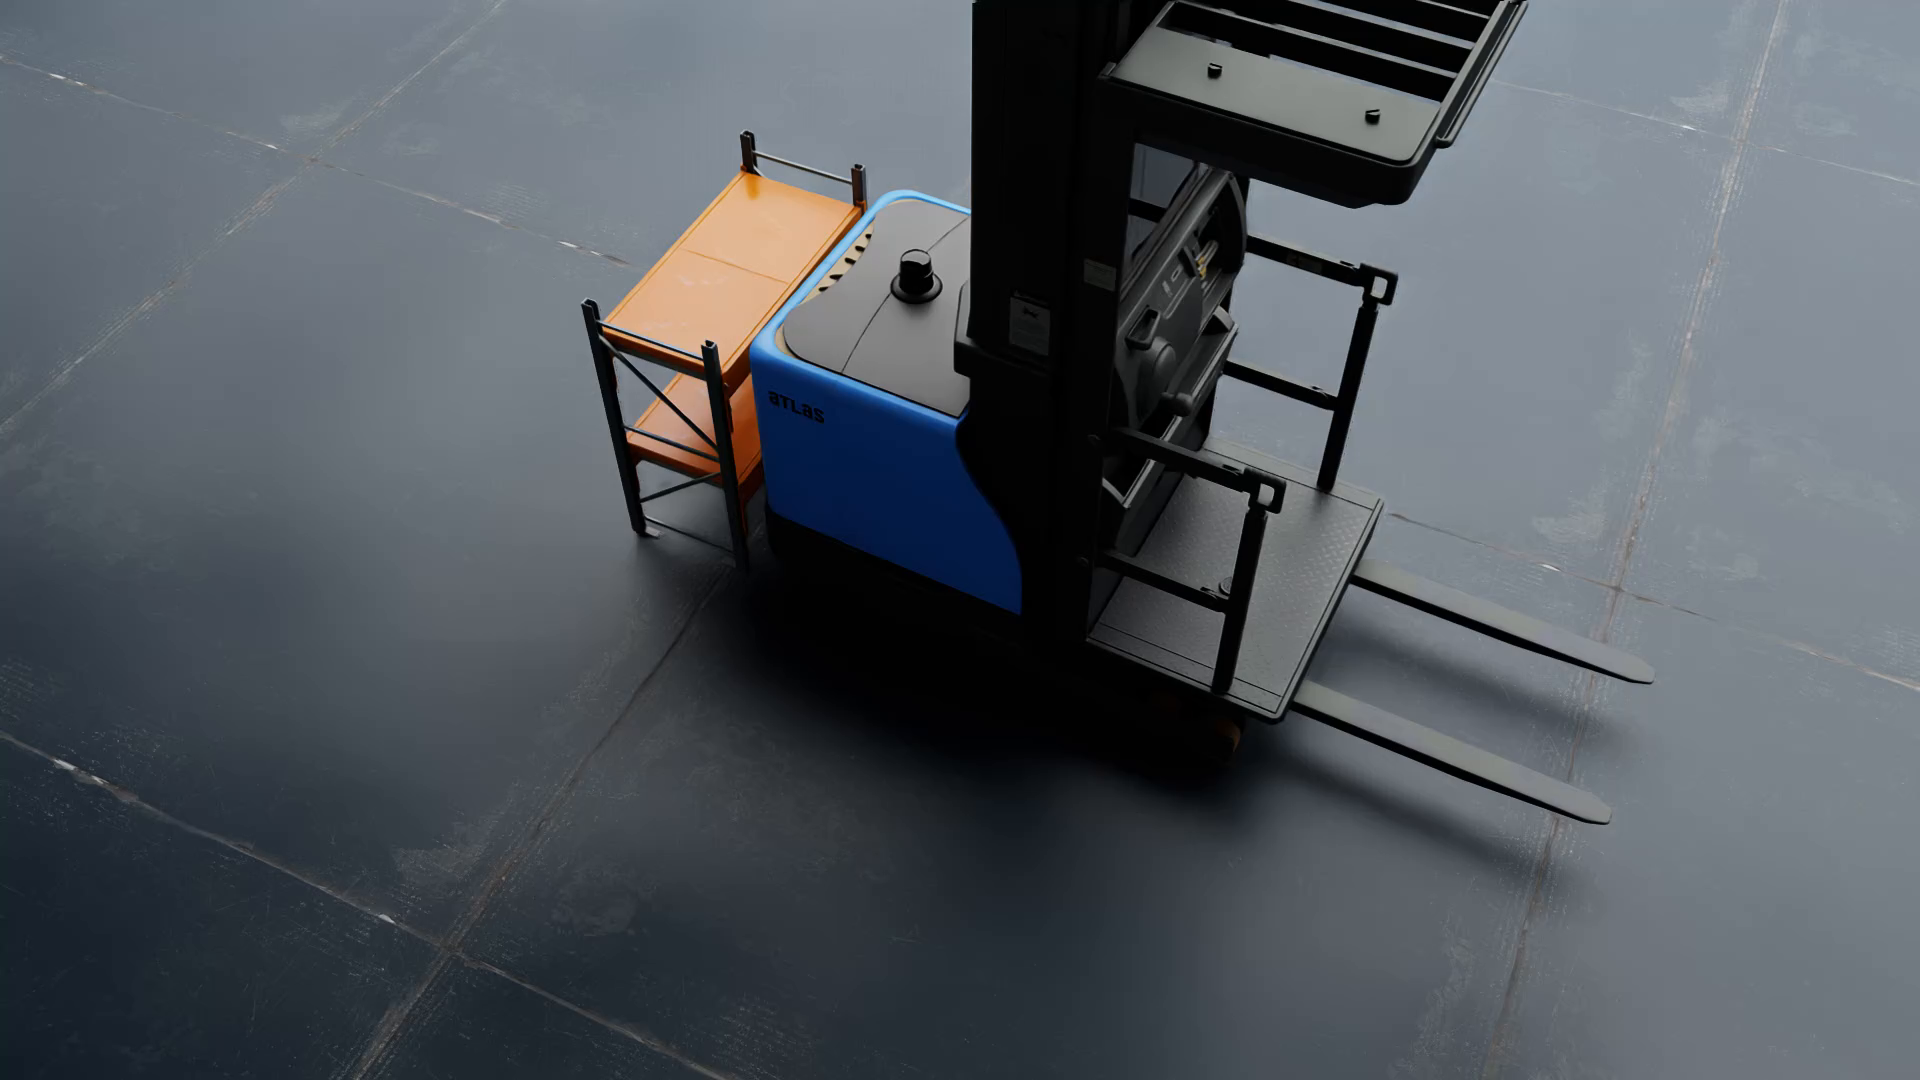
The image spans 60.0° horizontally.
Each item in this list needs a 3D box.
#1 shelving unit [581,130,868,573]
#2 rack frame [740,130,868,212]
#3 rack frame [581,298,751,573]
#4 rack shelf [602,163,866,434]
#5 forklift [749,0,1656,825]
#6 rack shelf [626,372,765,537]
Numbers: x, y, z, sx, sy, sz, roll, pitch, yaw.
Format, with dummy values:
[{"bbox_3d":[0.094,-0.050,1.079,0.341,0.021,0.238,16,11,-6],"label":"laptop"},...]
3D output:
[{"bbox_3d":[-0.787,-0.685,6.094,0.538,1.125,1.048,20,53,16],"label":"shelving unit"},{"bbox_3d":[-0.567,-1.034,6.391,0.500,1.125,0.032,20,53,16],"label":"rack frame"},{"bbox_3d":[-1.007,-0.336,5.797,0.500,1.125,0.032,20,53,16],"label":"rack frame"},{"bbox_3d":[-0.787,-0.875,5.872,0.538,0.278,1.000,20,53,16],"label":"rack shelf"},{"bbox_3d":[0.843,-0.677,4.901,3.031,2.935,1.130,22,53,18],"label":"forklift"},{"bbox_3d":[-0.787,-0.527,6.281,0.538,0.278,1.000,20,53,16],"label":"rack shelf"}]
